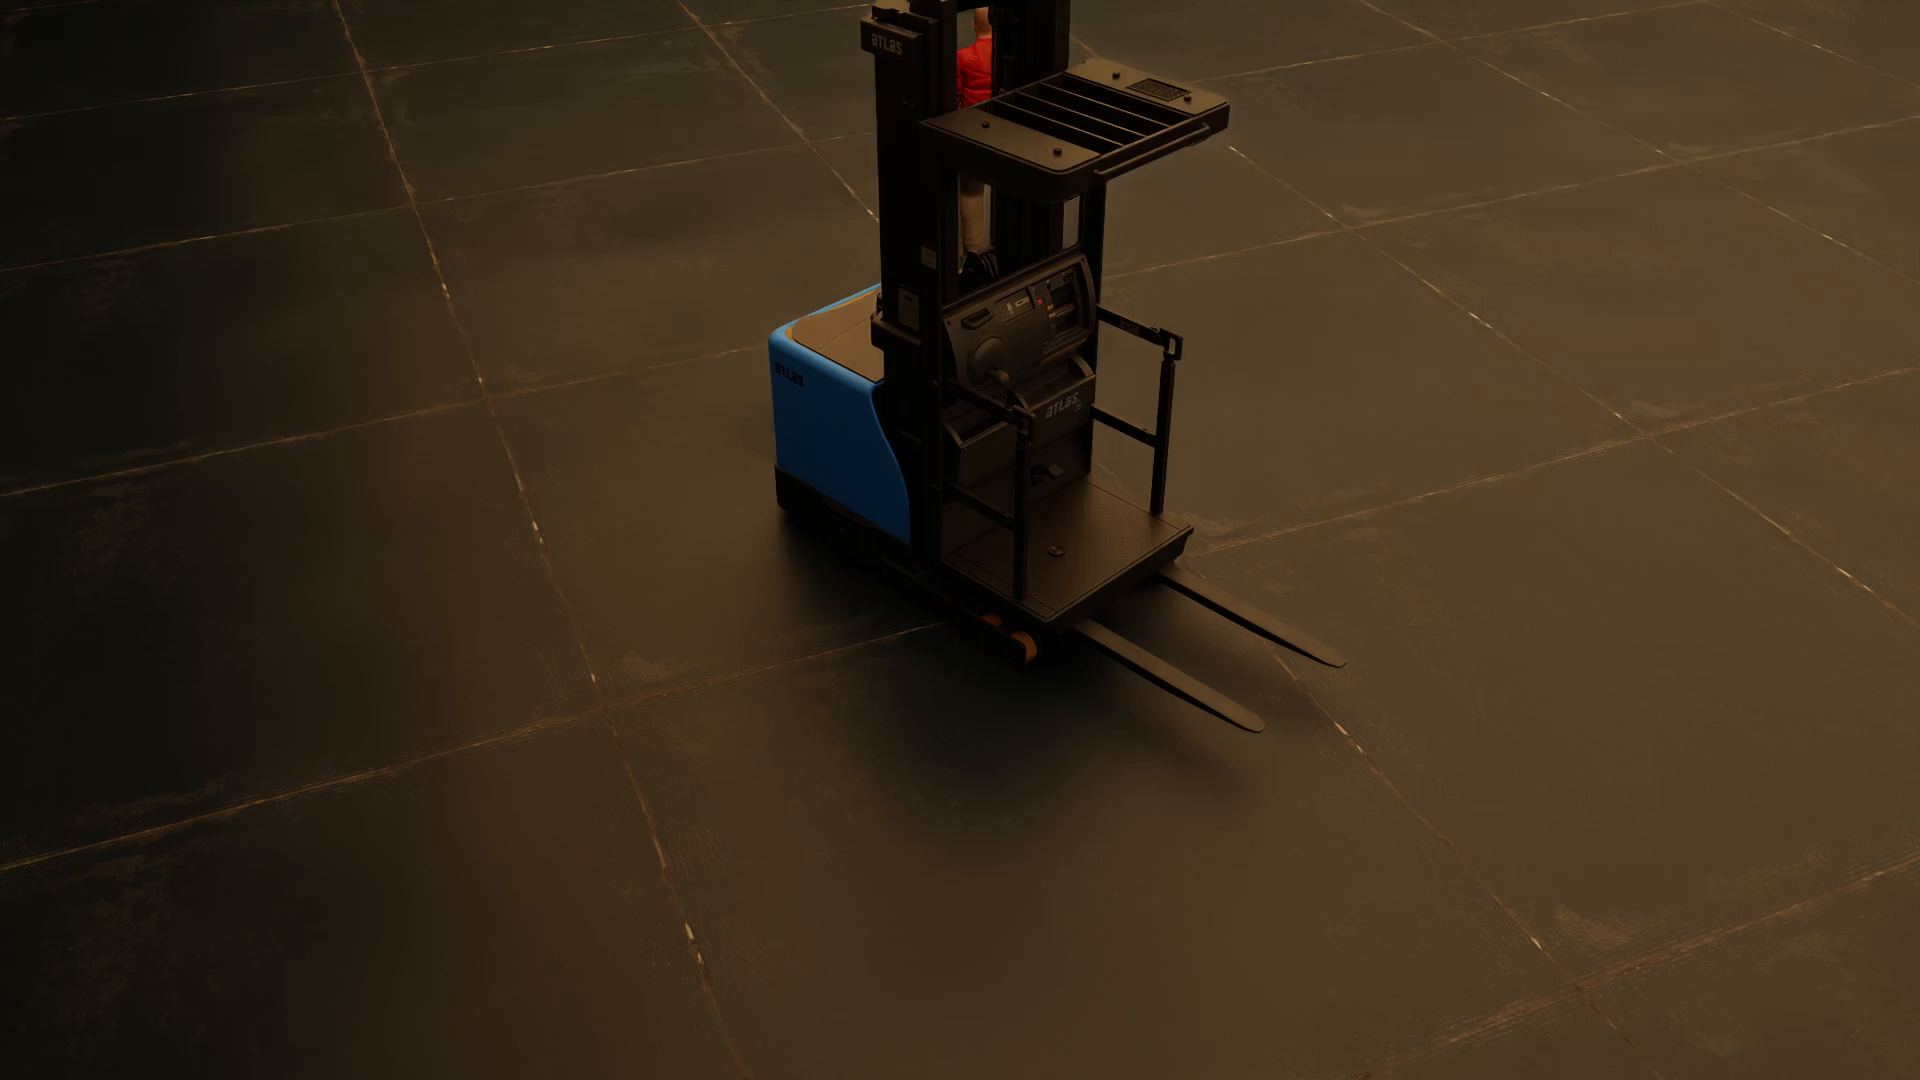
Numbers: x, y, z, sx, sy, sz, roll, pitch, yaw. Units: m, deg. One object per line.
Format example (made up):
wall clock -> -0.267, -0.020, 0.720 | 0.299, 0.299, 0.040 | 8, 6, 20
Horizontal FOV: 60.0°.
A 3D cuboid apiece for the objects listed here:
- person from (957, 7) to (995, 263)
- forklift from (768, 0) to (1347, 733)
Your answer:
person -> 0.197, -2.595, 10.786 | 0.604, 1.726, 0.399 | 1, 35, 1
forklift -> 0.432, -0.946, 7.429 | 3.031, 2.935, 1.130 | 30, 45, 35
